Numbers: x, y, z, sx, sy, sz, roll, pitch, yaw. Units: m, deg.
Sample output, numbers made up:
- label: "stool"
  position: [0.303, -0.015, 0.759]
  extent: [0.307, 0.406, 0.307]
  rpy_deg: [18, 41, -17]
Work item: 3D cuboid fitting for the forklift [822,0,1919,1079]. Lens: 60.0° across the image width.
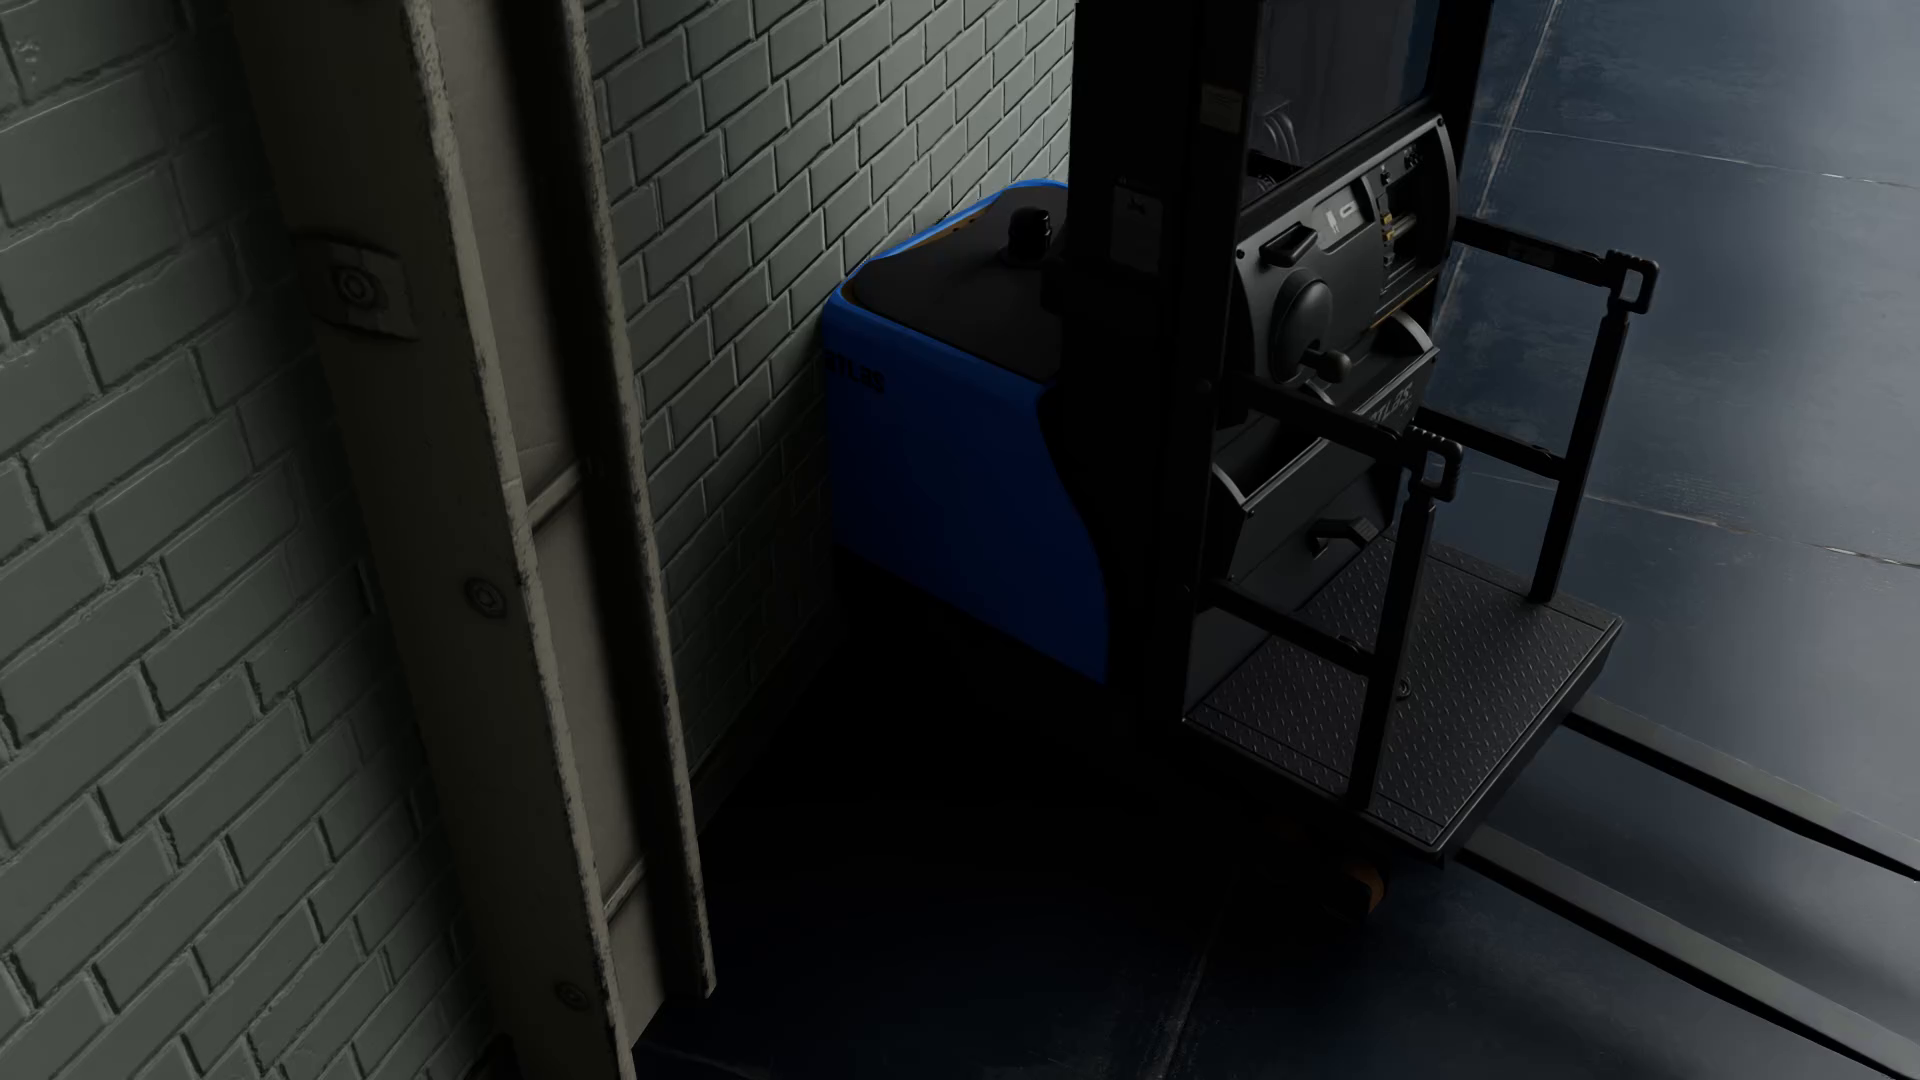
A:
- label: "forklift"
  position: [1.040, -0.614, 3.624]
  extent: [3.031, 2.935, 1.130]
  rpy_deg: [27, 44, 31]
